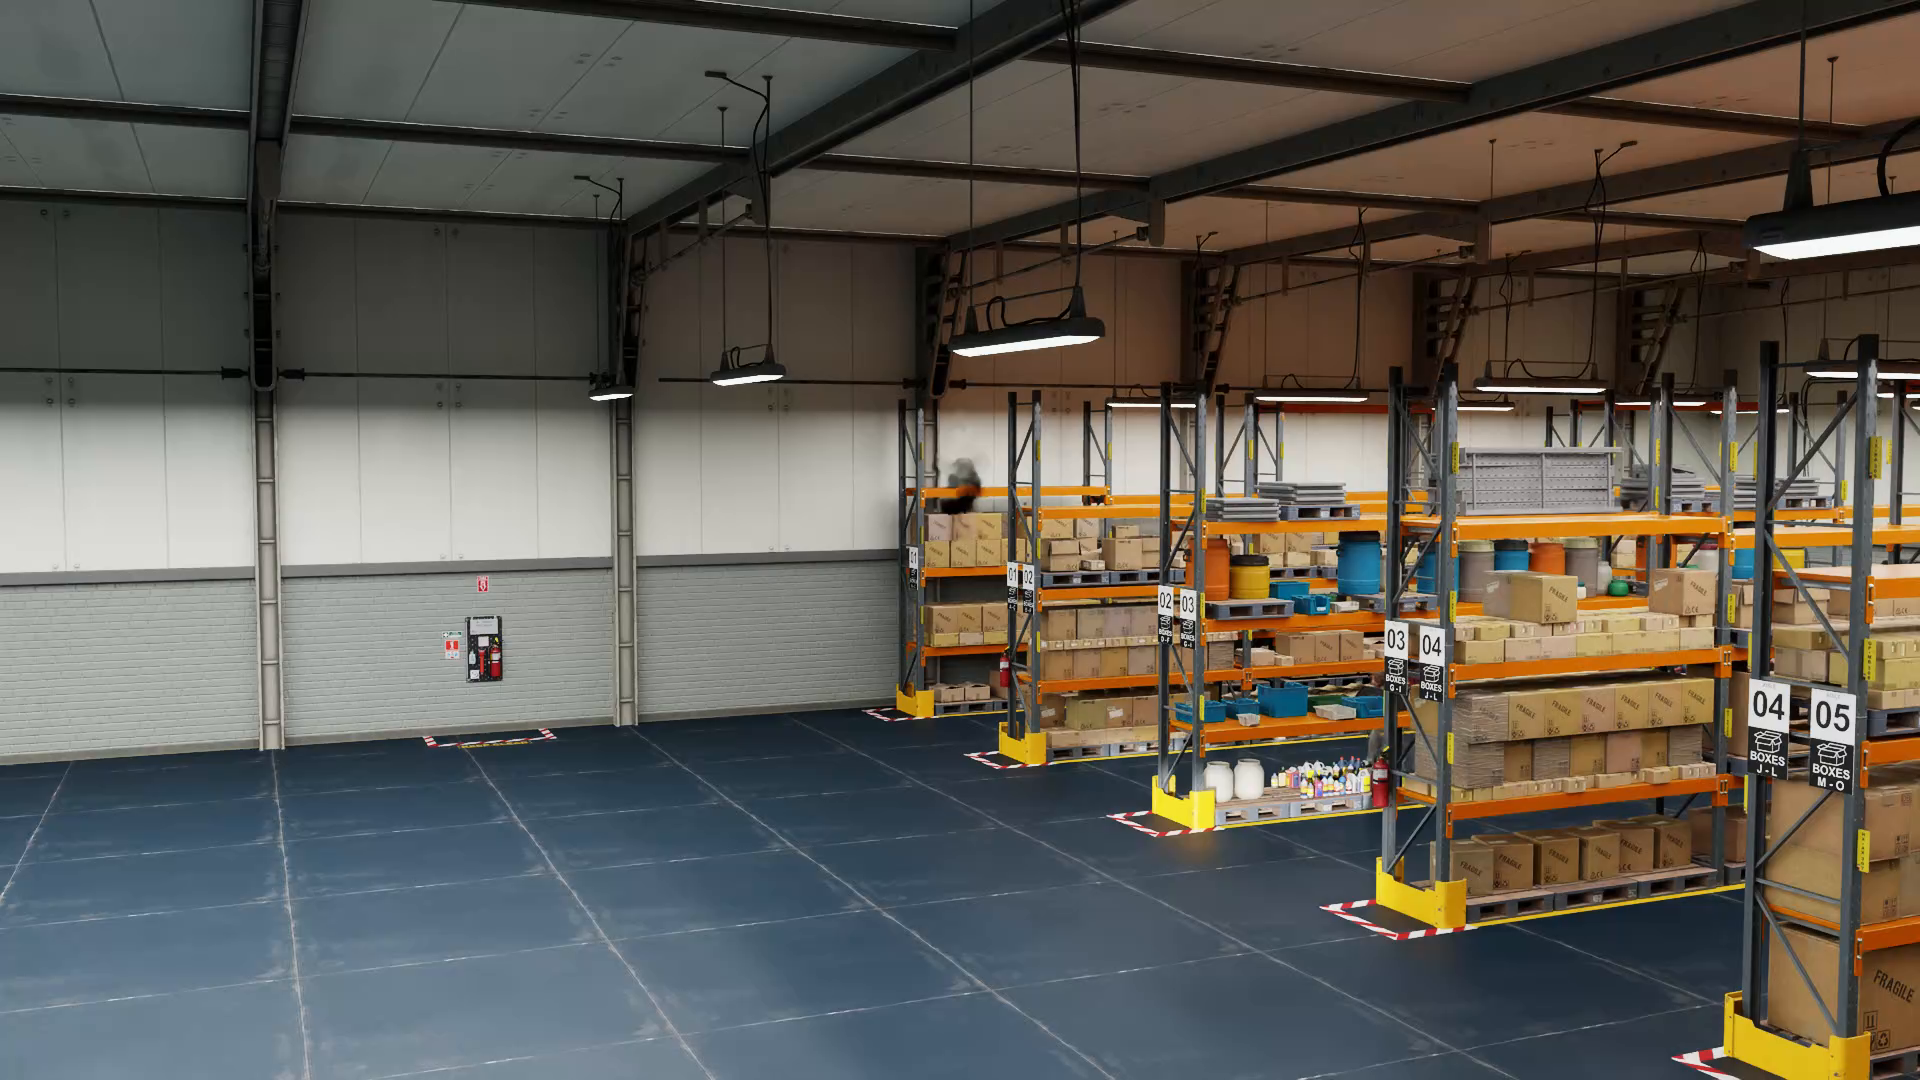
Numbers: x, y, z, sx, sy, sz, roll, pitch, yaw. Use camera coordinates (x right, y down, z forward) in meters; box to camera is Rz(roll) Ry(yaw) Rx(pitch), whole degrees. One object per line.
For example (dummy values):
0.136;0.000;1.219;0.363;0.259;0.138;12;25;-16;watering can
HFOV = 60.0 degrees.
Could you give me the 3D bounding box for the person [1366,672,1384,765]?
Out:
6.512;2.848;25.866;0.873;1.602;0.538;-2;4;-25;person
